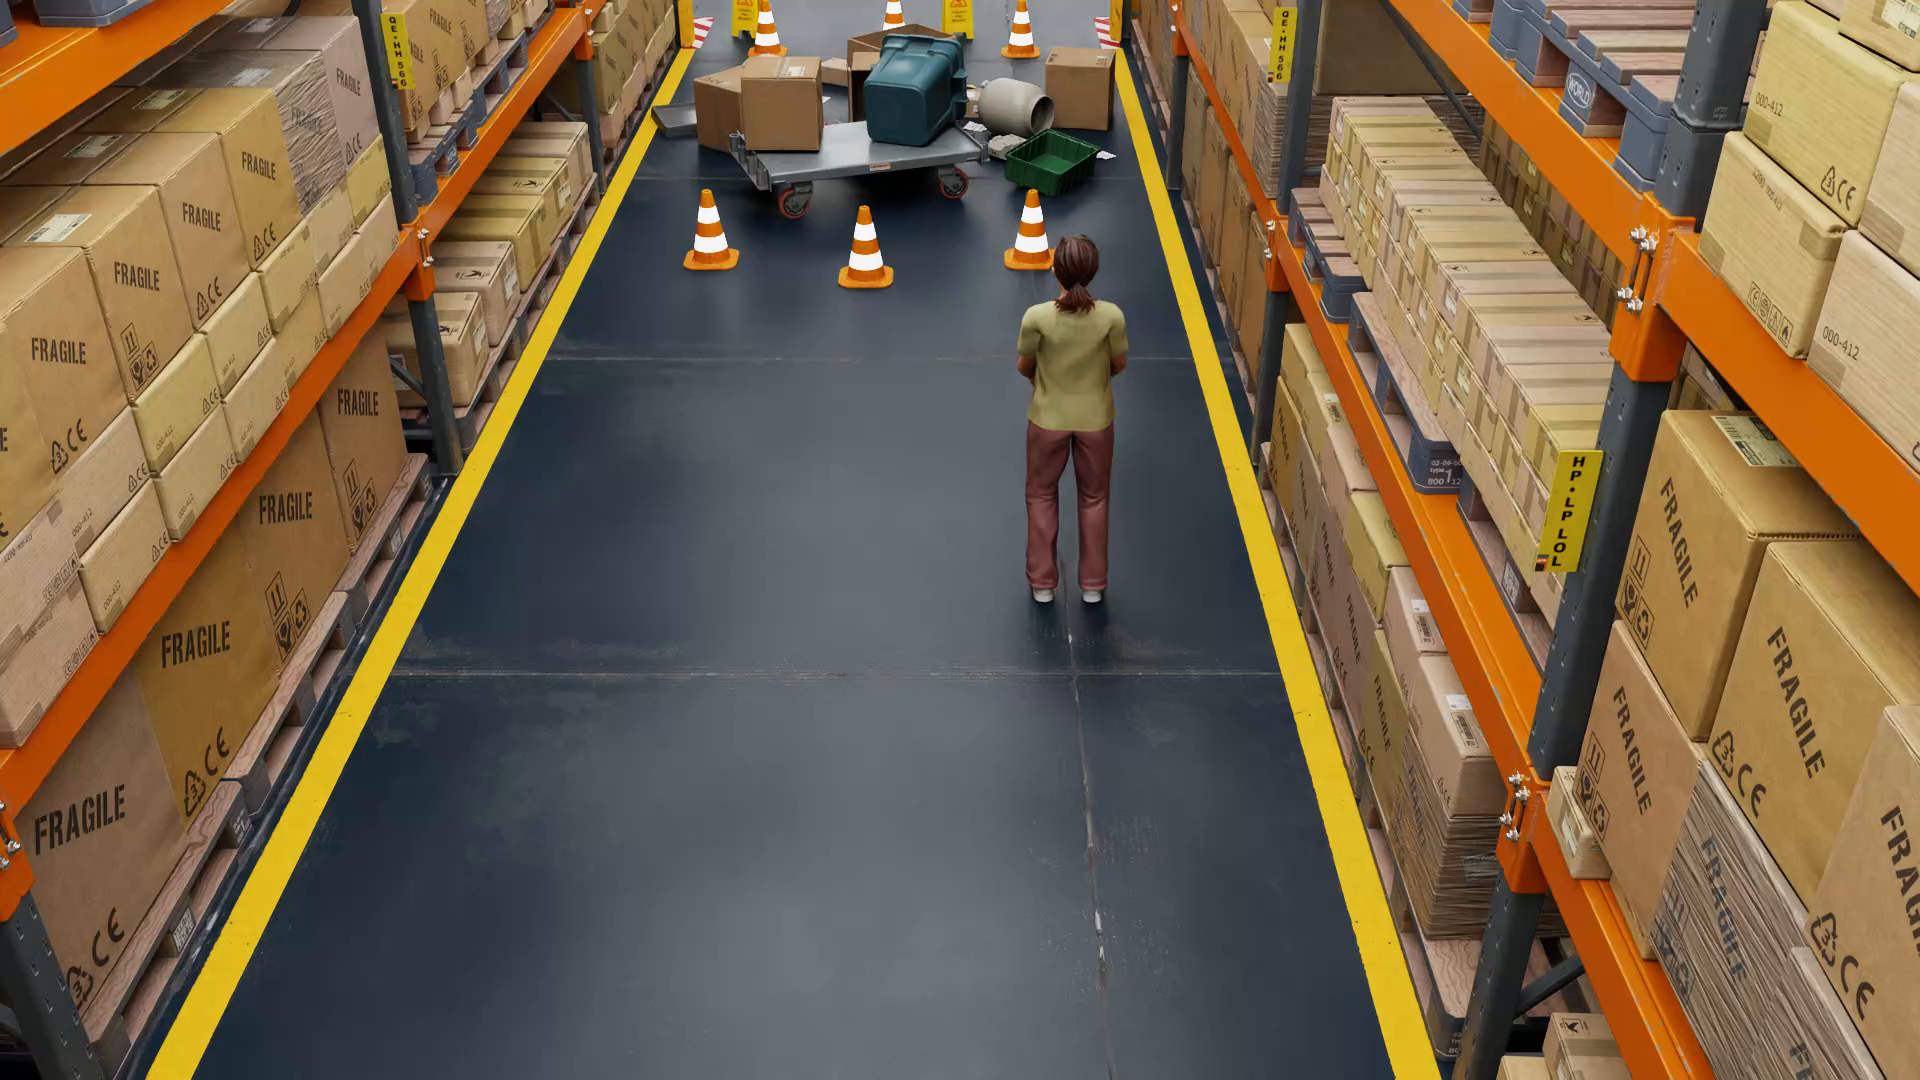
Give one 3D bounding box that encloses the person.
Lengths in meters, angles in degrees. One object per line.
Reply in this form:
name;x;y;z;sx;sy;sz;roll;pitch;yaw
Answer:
person;0.457;-0.518;6.995;0.452;1.653;0.506;0;32;-1
